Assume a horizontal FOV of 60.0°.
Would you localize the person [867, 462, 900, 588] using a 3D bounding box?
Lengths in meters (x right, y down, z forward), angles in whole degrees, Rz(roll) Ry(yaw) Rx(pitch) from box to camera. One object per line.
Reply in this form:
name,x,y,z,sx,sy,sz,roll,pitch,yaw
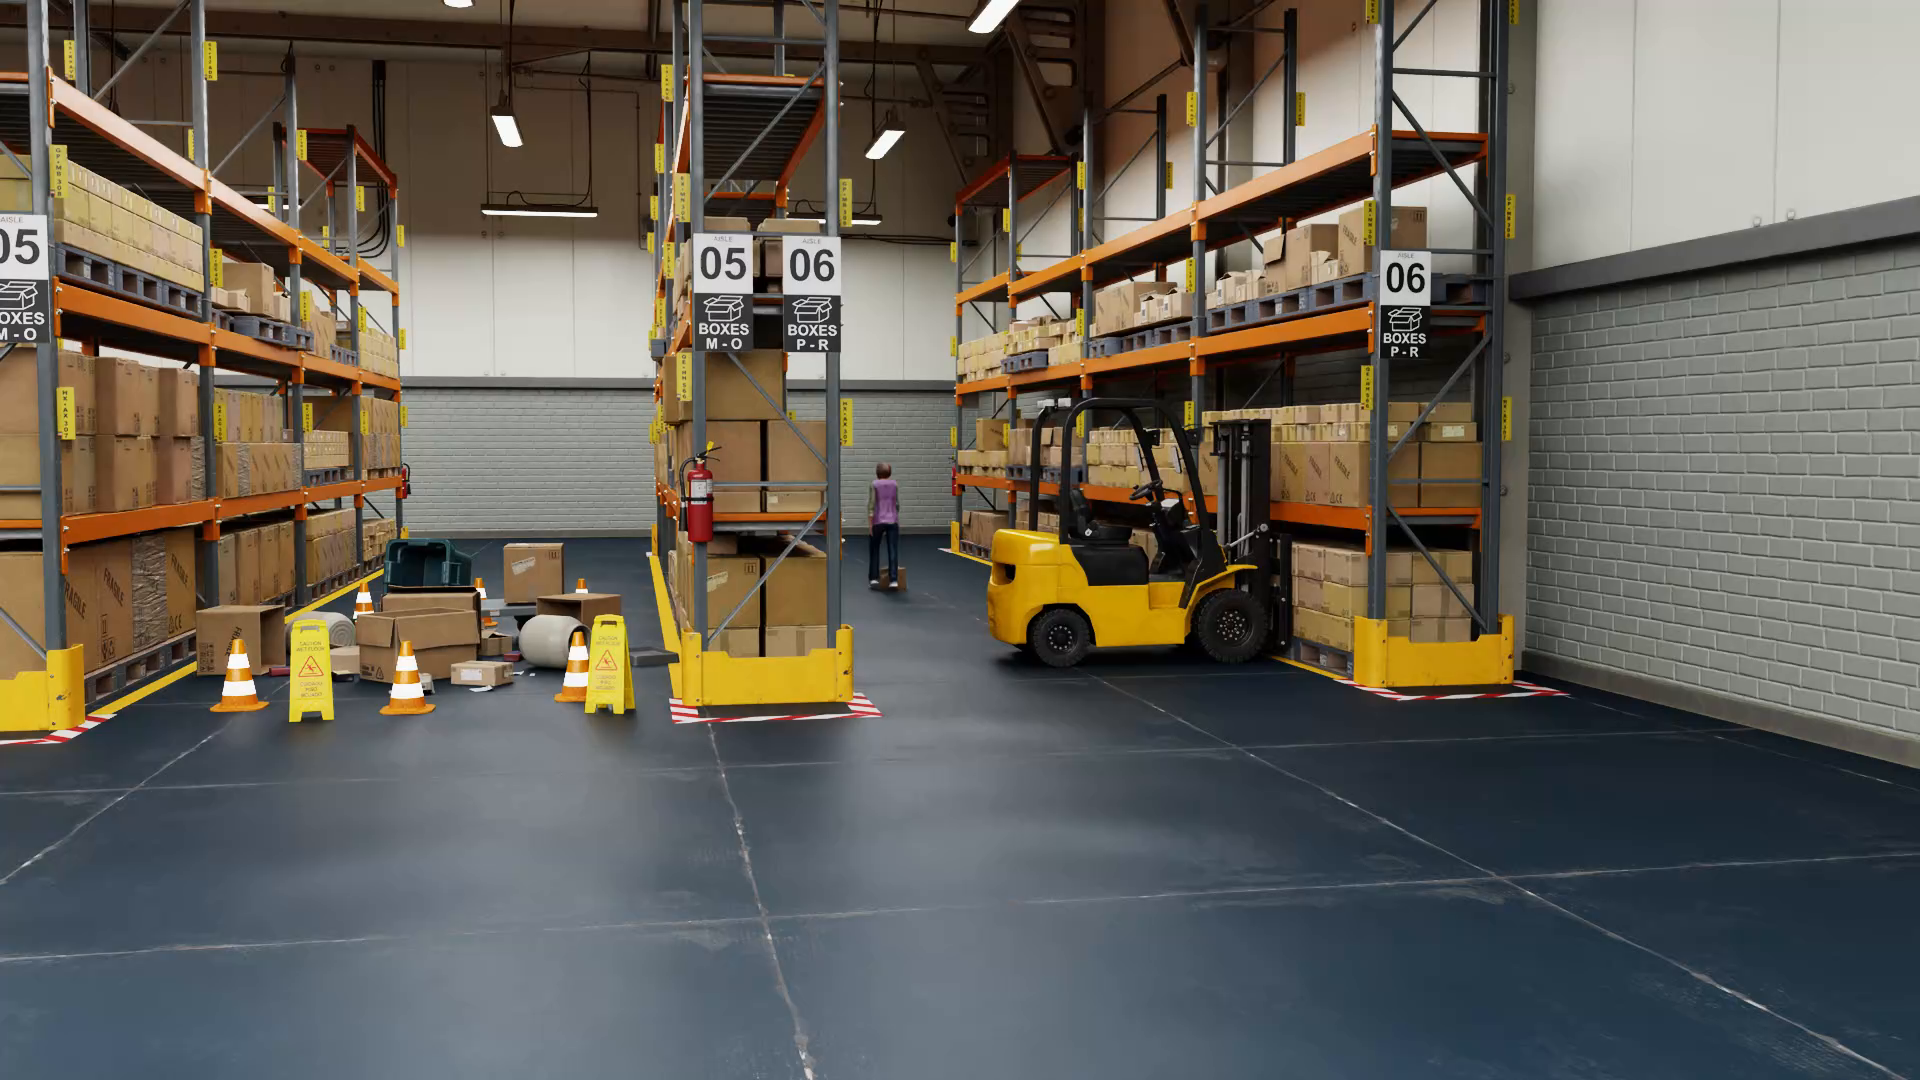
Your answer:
person,-0.944,-0.159,20.531,0.436,1.536,0.880,-1,3,-15
